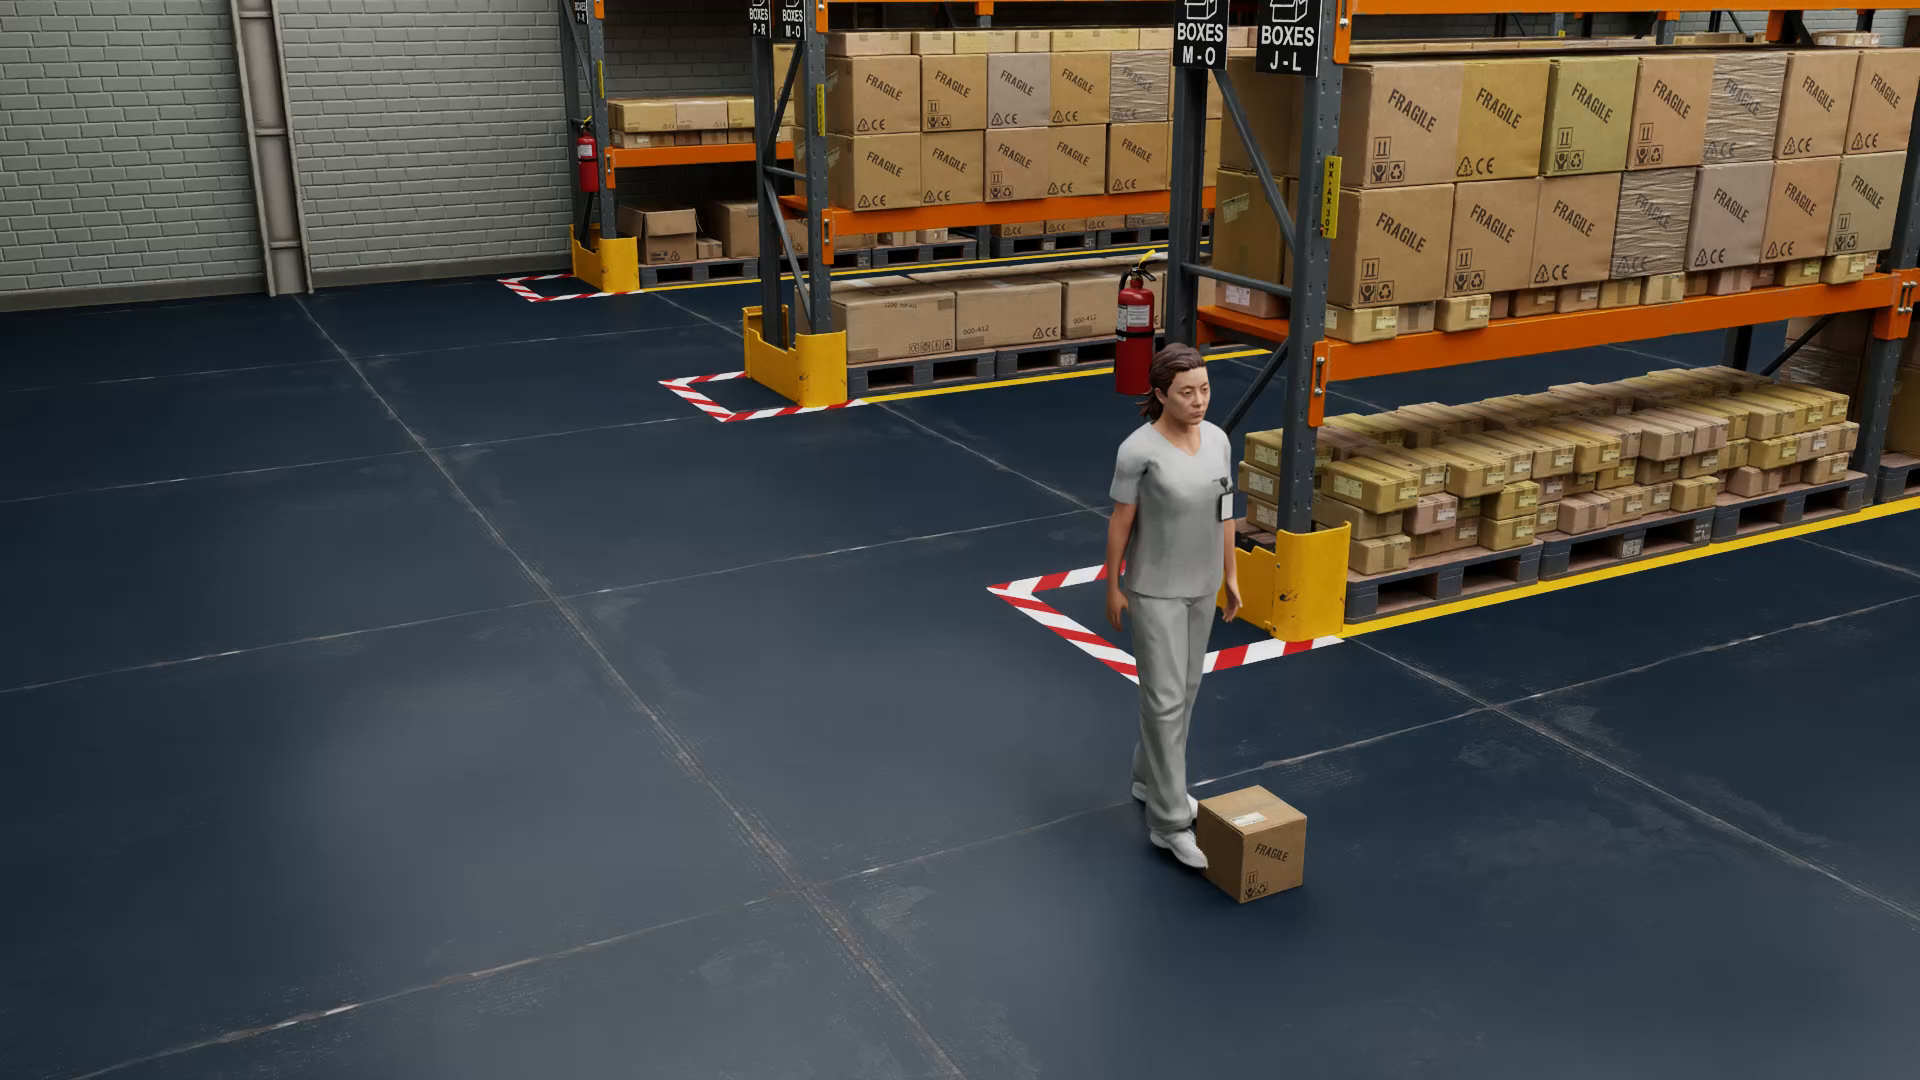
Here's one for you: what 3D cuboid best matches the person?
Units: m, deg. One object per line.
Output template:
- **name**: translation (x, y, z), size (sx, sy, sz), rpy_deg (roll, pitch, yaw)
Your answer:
- **person**: translation (0.772, 0.199, 5.450), size (0.447, 1.667, 0.607), rpy_deg (-9, 21, -26)
